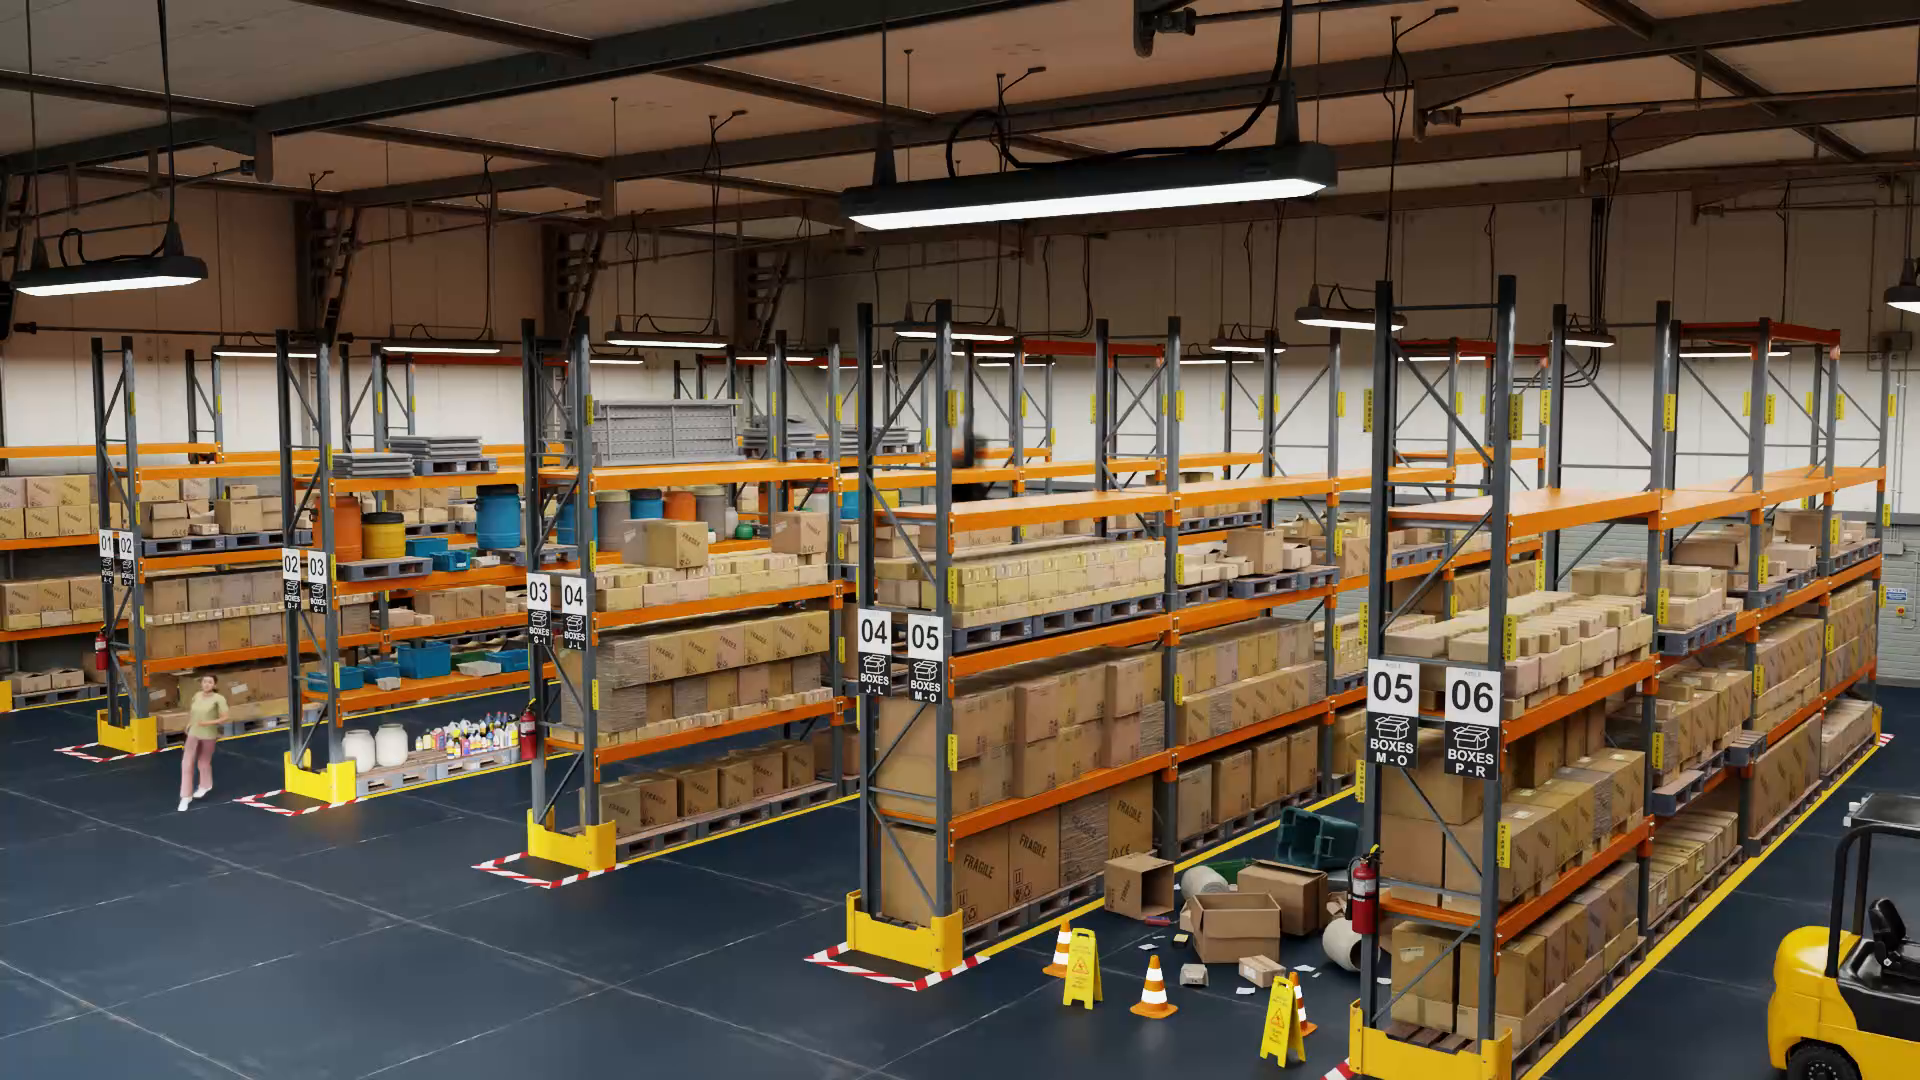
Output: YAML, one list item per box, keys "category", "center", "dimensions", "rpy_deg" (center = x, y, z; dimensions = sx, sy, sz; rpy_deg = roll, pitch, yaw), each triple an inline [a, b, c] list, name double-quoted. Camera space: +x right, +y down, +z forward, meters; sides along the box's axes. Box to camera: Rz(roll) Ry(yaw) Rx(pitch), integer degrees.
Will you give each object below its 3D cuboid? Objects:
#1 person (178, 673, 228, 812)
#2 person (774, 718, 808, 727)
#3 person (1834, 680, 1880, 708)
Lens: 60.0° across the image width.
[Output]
- category: "person"
  center: [-9.513, 2.503, 20.950]
  dimensions: [0.583, 1.664, 0.872]
  rpy_deg: [0, 5, -3]
- category: "person"
  center: [-2.529, 1.939, 24.596]
  dimensions: [0.619, 1.646, 0.736]
  rpy_deg: [2, 5, 24]
- category: "person"
  center: [13.879, 2.011, 26.182]
  dimensions: [0.773, 1.730, 1.005]
  rpy_deg: [-3, 6, -29]
